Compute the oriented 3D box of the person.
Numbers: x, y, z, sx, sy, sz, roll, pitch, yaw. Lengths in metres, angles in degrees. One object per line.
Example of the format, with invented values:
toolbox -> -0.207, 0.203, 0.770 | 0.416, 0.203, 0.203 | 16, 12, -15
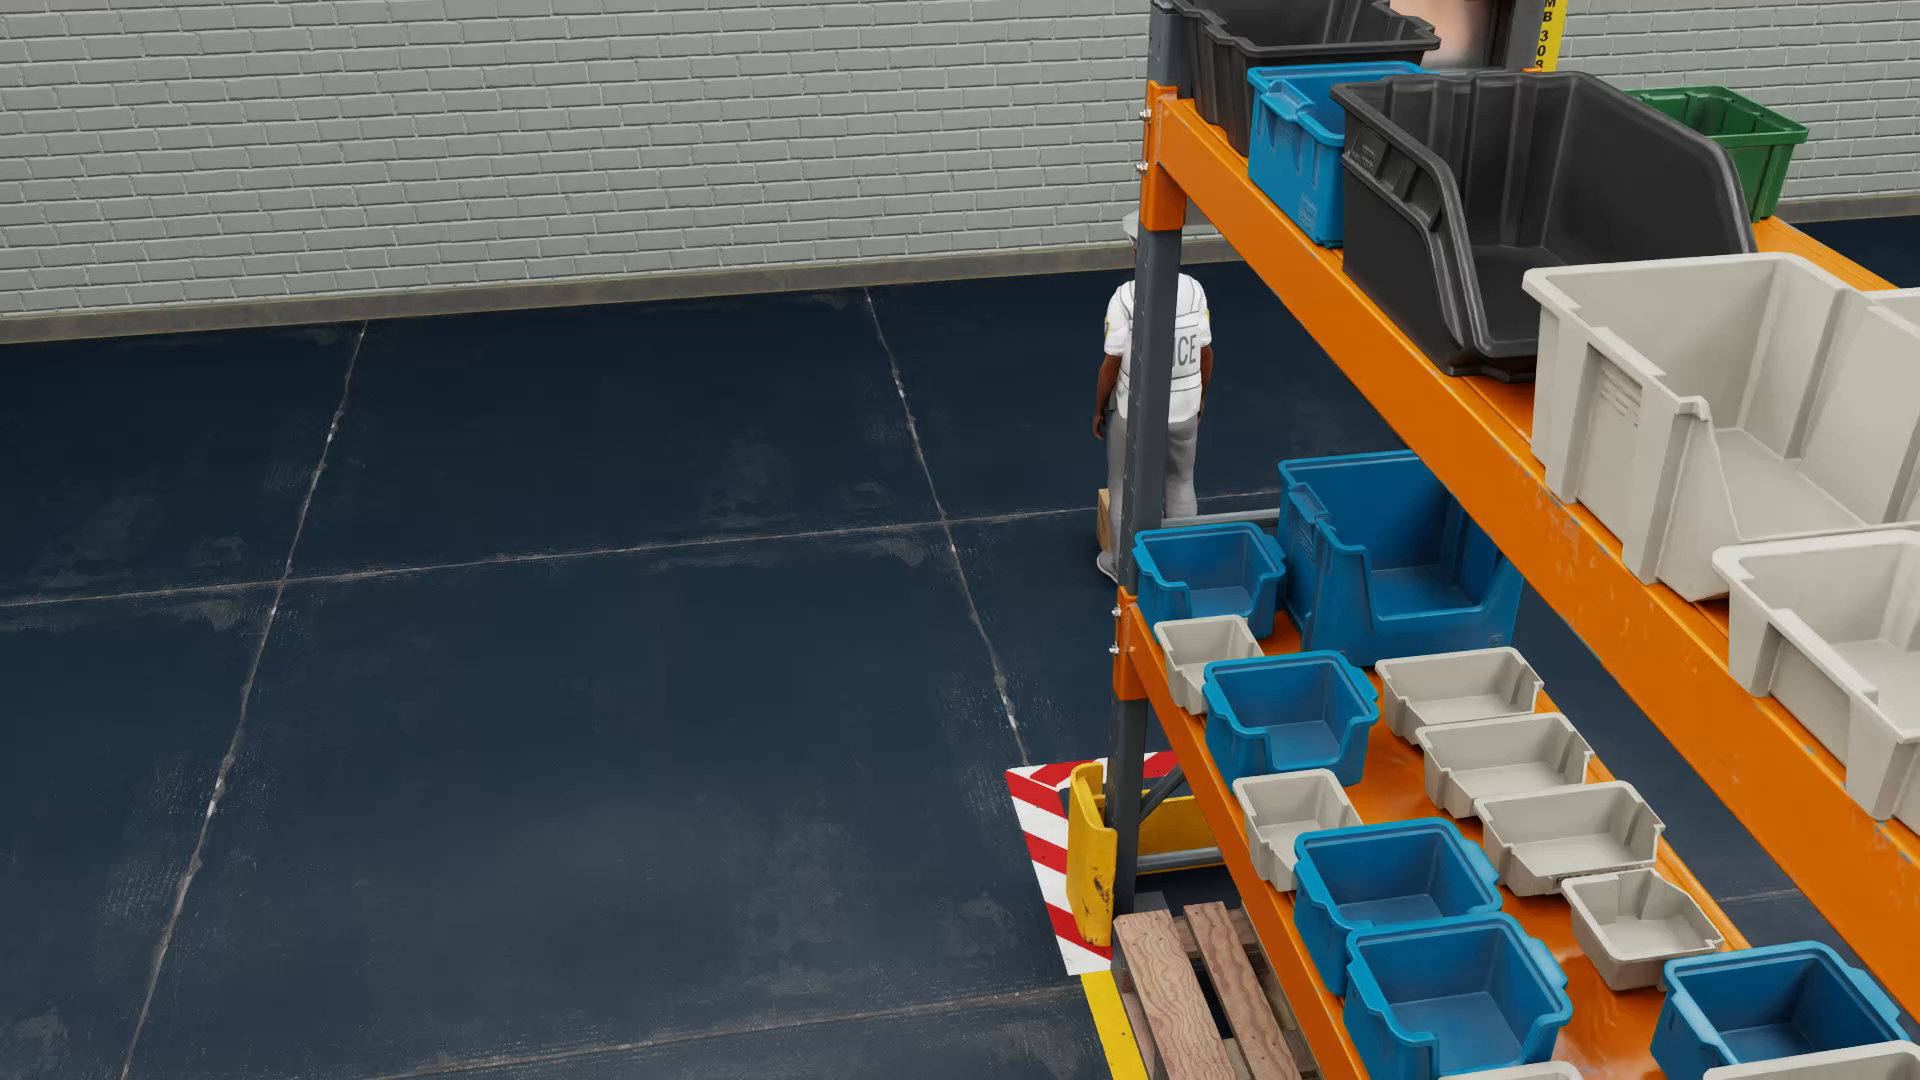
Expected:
person -> 0.825, -0.560, 7.067 | 0.527, 1.662, 0.393 | -6, 31, -11
